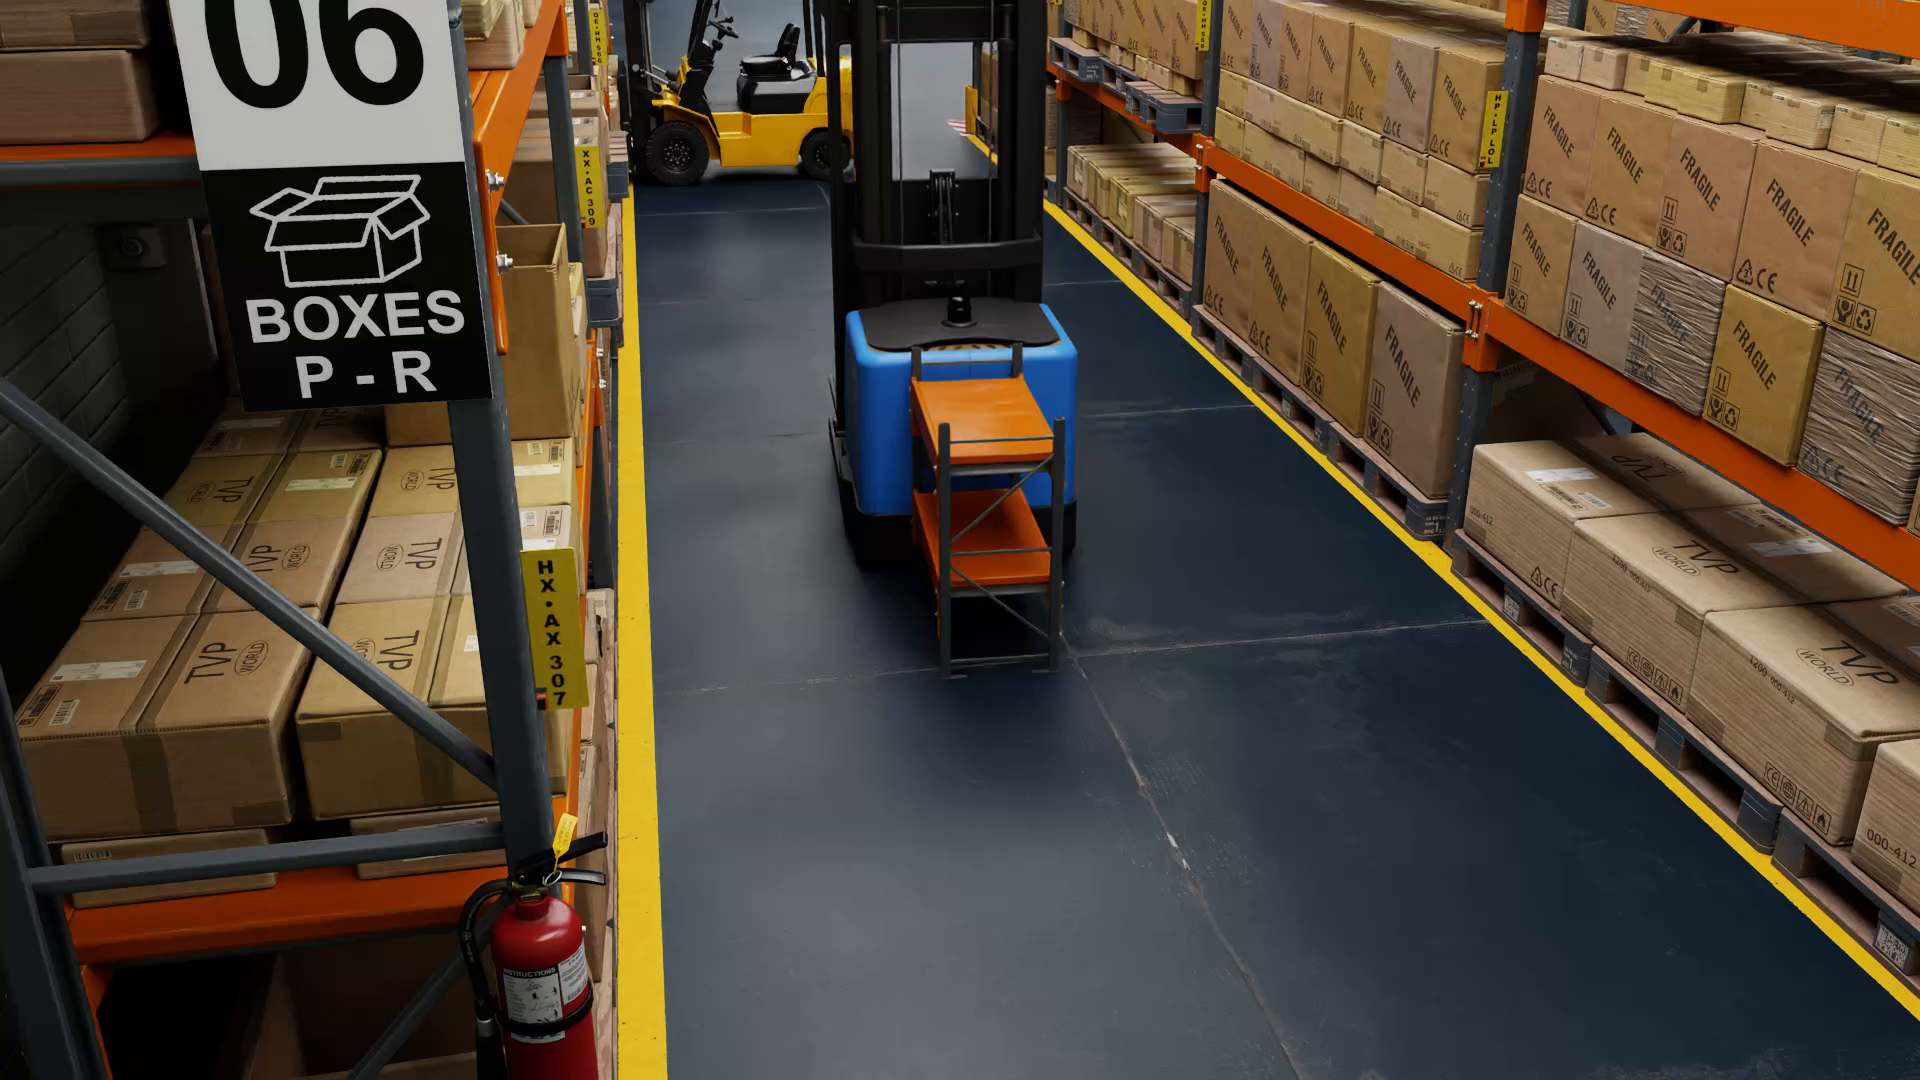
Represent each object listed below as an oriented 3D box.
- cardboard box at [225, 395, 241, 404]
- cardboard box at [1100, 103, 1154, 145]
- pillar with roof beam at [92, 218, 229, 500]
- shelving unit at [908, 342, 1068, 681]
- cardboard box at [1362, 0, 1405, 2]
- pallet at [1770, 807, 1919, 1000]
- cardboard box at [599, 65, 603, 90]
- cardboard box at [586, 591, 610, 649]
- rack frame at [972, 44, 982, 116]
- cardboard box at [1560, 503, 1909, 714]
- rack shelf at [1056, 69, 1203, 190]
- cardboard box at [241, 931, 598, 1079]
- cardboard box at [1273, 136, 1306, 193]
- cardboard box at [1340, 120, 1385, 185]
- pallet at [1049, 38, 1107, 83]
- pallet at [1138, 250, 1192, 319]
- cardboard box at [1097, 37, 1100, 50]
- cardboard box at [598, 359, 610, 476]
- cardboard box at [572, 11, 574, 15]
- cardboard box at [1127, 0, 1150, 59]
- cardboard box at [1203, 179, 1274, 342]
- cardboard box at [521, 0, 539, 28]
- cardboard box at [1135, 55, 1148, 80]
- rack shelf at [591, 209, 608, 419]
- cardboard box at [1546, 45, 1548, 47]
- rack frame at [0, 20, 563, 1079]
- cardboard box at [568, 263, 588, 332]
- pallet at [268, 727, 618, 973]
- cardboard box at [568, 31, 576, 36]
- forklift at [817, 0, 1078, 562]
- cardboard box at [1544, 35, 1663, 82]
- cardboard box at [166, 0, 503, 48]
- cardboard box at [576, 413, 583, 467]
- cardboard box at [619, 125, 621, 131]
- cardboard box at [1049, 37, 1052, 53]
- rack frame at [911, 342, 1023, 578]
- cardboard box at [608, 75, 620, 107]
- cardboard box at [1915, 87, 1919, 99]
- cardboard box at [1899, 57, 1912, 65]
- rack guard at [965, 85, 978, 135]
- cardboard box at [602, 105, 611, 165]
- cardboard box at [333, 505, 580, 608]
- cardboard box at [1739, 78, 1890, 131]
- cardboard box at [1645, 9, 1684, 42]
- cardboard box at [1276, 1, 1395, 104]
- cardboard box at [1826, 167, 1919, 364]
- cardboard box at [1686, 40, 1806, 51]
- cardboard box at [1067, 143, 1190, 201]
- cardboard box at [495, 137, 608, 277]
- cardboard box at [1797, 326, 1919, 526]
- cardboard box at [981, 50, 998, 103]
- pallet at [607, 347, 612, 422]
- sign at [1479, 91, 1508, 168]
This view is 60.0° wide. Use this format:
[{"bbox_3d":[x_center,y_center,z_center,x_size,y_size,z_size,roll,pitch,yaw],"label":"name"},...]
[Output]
[{"bbox_3d":[-1.996,-0.424,5.288,0.500,0.250,0.500,-4,24,-9],"label":"cardboard box"},{"bbox_3d":[1.539,-4.014,15.667,0.500,0.500,0.500,-3,24,-7],"label":"cardboard box"},{"bbox_3d":[1.458,-3.698,5.473,9.100,9.000,0.400,-4,24,-10],"label":"pillar with roof beam"},{"bbox_3d":[0.099,-0.152,7.192,0.538,1.125,1.048,-3,24,-7],"label":"shelving unit"},{"bbox_3d":[2.578,-3.032,10.069,0.500,0.500,0.500,-4,24,-9],"label":"cardboard box"},{"bbox_3d":[3.377,1.203,5.232,1.003,0.211,1.213,-4,24,-10],"label":"pallet"},{"bbox_3d":[-2.768,-3.301,11.623,0.500,0.250,0.500,-5,24,-11],"label":"cardboard box"},{"bbox_3d":[-1.624,0.341,6.759,0.380,0.149,0.250,-5,24,-11],"label":"cardboard box"},{"bbox_3d":[0.643,-6.059,18.376,1.000,3.000,0.127,-4,24,-10],"label":"rack frame"},{"bbox_3d":[3.038,0.249,6.608,0.875,0.438,0.875,-5,24,-11],"label":"cardboard box"},{"bbox_3d":[1.752,-3.370,13.117,1.077,0.370,4.000,-4,24,-10],"label":"rack shelf"},{"bbox_3d":[-1.296,1.307,4.105,0.797,0.503,0.637,-5,24,-12],"label":"cardboard box"},{"bbox_3d":[2.169,-2.225,9.785,0.500,0.250,0.500,-4,24,-8],"label":"cardboard box"},{"bbox_3d":[2.340,-2.055,8.769,0.500,0.250,0.500,-4,24,-8],"label":"cardboard box"},{"bbox_3d":[1.381,-4.087,14.099,1.003,0.211,1.213,-4,24,-10],"label":"pallet"},{"bbox_3d":[1.979,-1.942,12.434,1.003,0.211,1.213,-4,24,-10],"label":"pallet"},{"bbox_3d":[1.339,-4.118,13.720,0.380,0.149,0.250,-3,24,-6],"label":"cardboard box"},{"bbox_3d":[-2.080,-0.630,8.543,0.500,0.500,0.500,-5,24,-11],"label":"cardboard box"},{"bbox_3d":[-2.948,-3.842,12.364,0.380,0.149,0.250,-4,24,-9],"label":"cardboard box"},{"bbox_3d":[1.564,-3.847,12.288,0.500,0.500,0.500,-6,24,-13],"label":"cardboard box"},{"bbox_3d":[2.168,-1.854,10.876,0.875,0.875,0.875,-5,24,-10],"label":"cardboard box"},{"bbox_3d":[-1.295,-1.409,4.296,0.380,0.149,0.250,-4,24,-10],"label":"cardboard box"},{"bbox_3d":[1.516,-3.504,12.315,0.380,0.149,0.250,-4,24,-9],"label":"cardboard box"},{"bbox_3d":[-2.386,-1.428,8.670,1.077,0.370,4.000,-4,24,-10],"label":"rack shelf"},{"bbox_3d":[3.063,-2.038,7.794,0.500,0.500,0.500,-4,24,-9],"label":"cardboard box"},{"bbox_3d":[-1.276,0.603,3.122,1.000,3.000,0.127,-4,24,-10],"label":"rack frame"},{"bbox_3d":[-1.682,-0.856,6.278,0.500,0.250,0.500,-4,24,-8],"label":"cardboard box"},{"bbox_3d":[-1.661,1.059,5.563,1.003,0.211,1.213,-4,24,-10],"label":"pallet"},{"bbox_3d":[-2.709,-3.340,11.215,0.380,0.149,0.250,-4,24,-9],"label":"cardboard box"},{"bbox_3d":[-0.149,-1.796,8.699,1.130,2.935,3.031,-3,24,-7],"label":"forklift"},{"bbox_3d":[2.665,-1.997,6.891,0.380,0.149,0.250,-5,24,-11],"label":"cardboard box"},{"bbox_3d":[-1.089,-1.034,2.938,0.500,0.250,0.500,-5,24,-10],"label":"cardboard box"},{"bbox_3d":[-1.471,-0.344,5.604,0.380,0.149,0.250,-5,24,-11],"label":"cardboard box"},{"bbox_3d":[-3.458,-3.888,15.691,0.500,0.250,0.500,-5,24,-10],"label":"cardboard box"},{"bbox_3d":[1.023,-4.475,15.062,0.380,0.149,0.250,-5,24,-10],"label":"cardboard box"},{"bbox_3d":[0.032,-0.354,7.654,0.500,1.125,0.032,-3,24,-7],"label":"rack frame"},{"bbox_3d":[-3.553,-4.325,16.067,0.500,0.250,0.500,-5,24,-11],"label":"cardboard box"},{"bbox_3d":[3.466,-1.440,5.615,0.380,0.149,0.250,-4,24,-10],"label":"cardboard box"},{"bbox_3d":[7.150,-3.561,12.531,0.500,0.500,0.500,-4,24,-9],"label":"cardboard box"},{"bbox_3d":[0.657,-4.884,18.808,1.175,0.500,0.348,-4,24,-10],"label":"rack guard"},{"bbox_3d":[-2.242,-2.277,9.378,0.500,0.250,0.500,-5,24,-12],"label":"cardboard box"},{"bbox_3d":[-1.189,0.139,4.001,0.500,0.250,0.500,-4,24,-9],"label":"cardboard box"},{"bbox_3d":[2.950,-1.499,5.749,0.380,0.149,0.250,-4,24,-10],"label":"cardboard box"},{"bbox_3d":[6.245,-4.316,14.259,0.500,0.500,0.500,-4,24,-10],"label":"cardboard box"},{"bbox_3d":[2.155,-2.806,9.552,0.500,0.500,0.500,-4,24,-8],"label":"cardboard box"},{"bbox_3d":[3.064,-0.840,5.052,0.500,0.500,0.500,-4,24,-10],"label":"cardboard box"},{"bbox_3d":[3.173,-1.931,6.740,0.380,0.149,0.250,-4,24,-8],"label":"cardboard box"},{"bbox_3d":[1.482,-3.268,14.744,0.950,0.372,0.625,-4,24,-9],"label":"cardboard box"},{"bbox_3d":[-1.885,-1.416,7.094,0.700,0.500,0.500,-4,24,-8],"label":"cardboard box"},{"bbox_3d":[3.069,-0.382,5.252,0.500,0.500,0.500,-4,24,-8],"label":"cardboard box"},{"bbox_3d":[0.525,-4.988,17.898,0.500,0.500,0.500,-5,24,-12],"label":"cardboard box"},{"bbox_3d":[-2.654,-0.970,10.206,1.003,0.211,1.213,-4,24,-10],"label":"pallet"},{"bbox_3d":[2.330,-1.790,7.252,0.100,0.325,0.005,-4,24,-10],"label":"sign"}]
